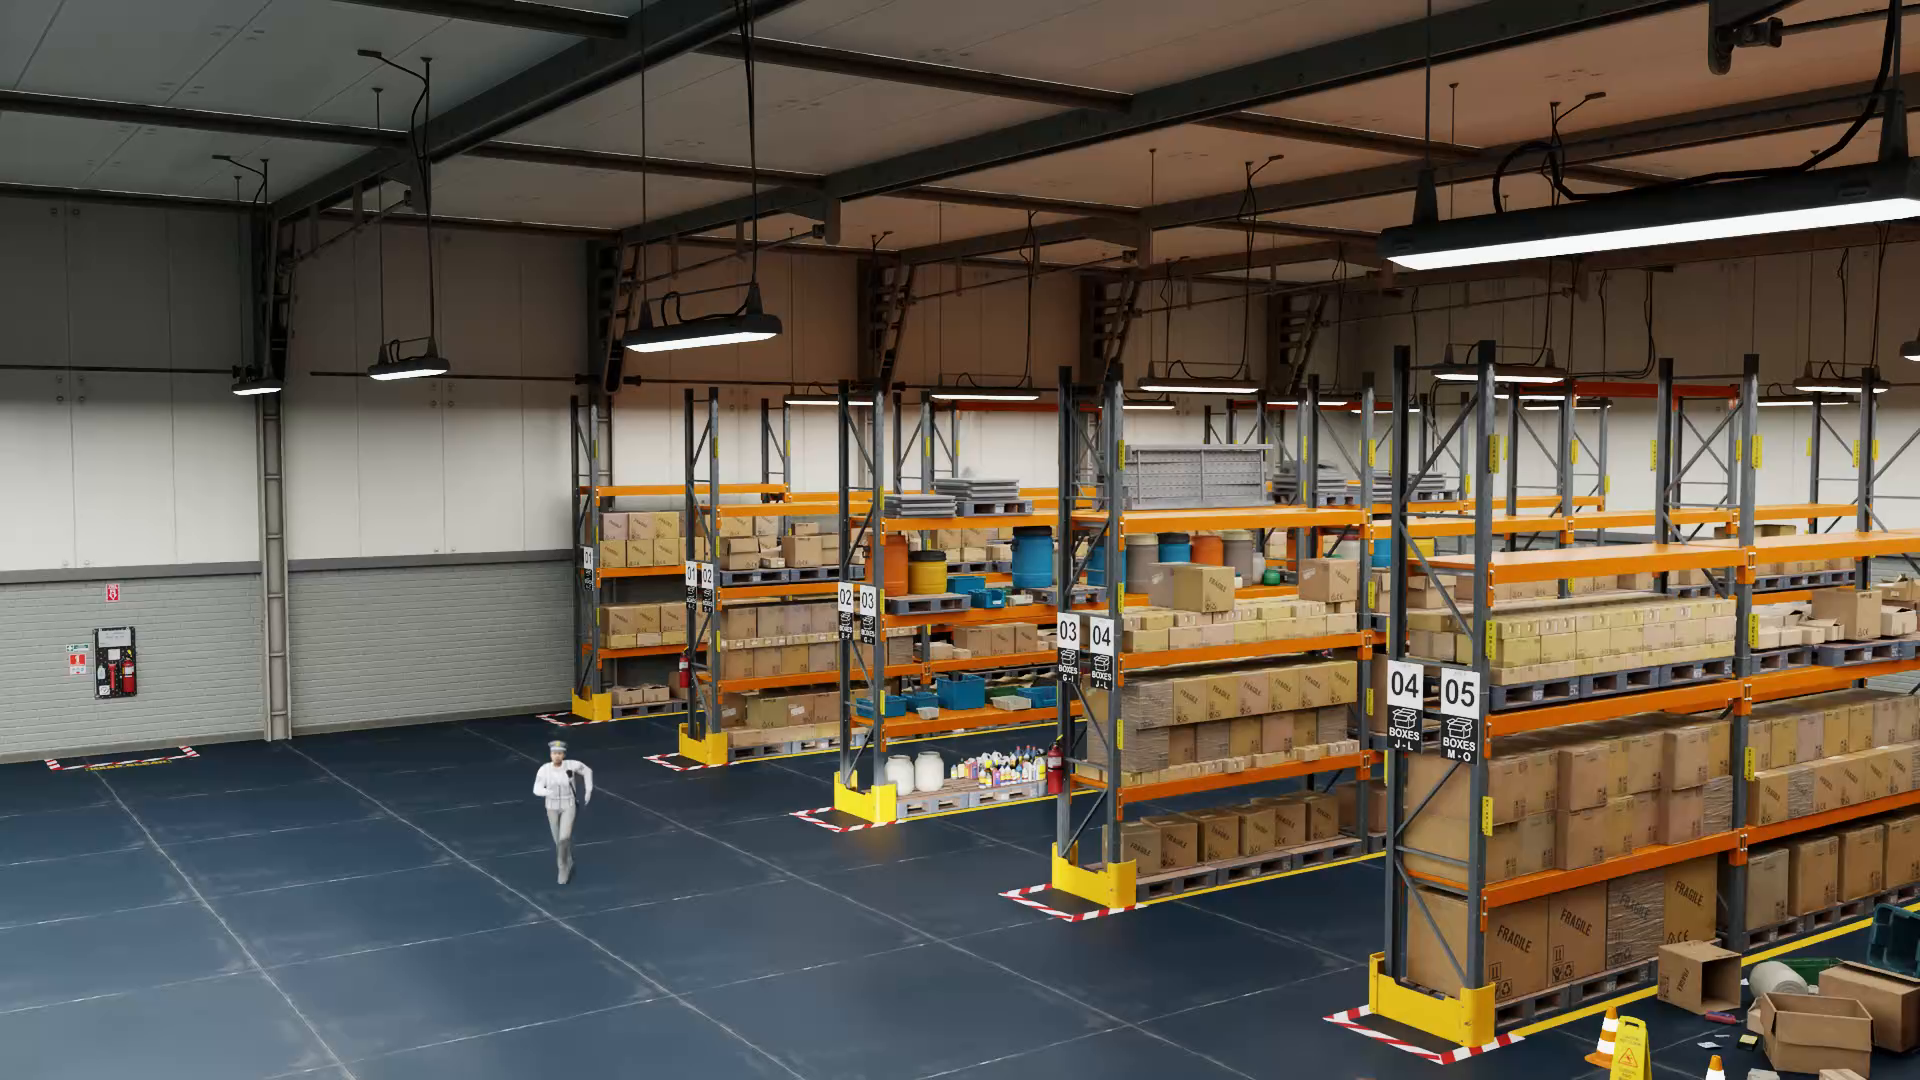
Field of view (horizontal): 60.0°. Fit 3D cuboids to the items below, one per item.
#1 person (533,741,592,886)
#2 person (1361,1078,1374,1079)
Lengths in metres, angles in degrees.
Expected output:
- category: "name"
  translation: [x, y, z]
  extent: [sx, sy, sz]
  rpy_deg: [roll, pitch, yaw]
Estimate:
- category: "person"
  translation: [-4.639, 3.153, 19.429]
  extent: [0.640, 1.691, 0.798]
  rpy_deg: [0, 3, -5]
- category: "person"
  translation: [2.294, 3.813, 9.458]
  extent: [0.564, 1.566, 0.917]
  rpy_deg: [1, 3, 9]
